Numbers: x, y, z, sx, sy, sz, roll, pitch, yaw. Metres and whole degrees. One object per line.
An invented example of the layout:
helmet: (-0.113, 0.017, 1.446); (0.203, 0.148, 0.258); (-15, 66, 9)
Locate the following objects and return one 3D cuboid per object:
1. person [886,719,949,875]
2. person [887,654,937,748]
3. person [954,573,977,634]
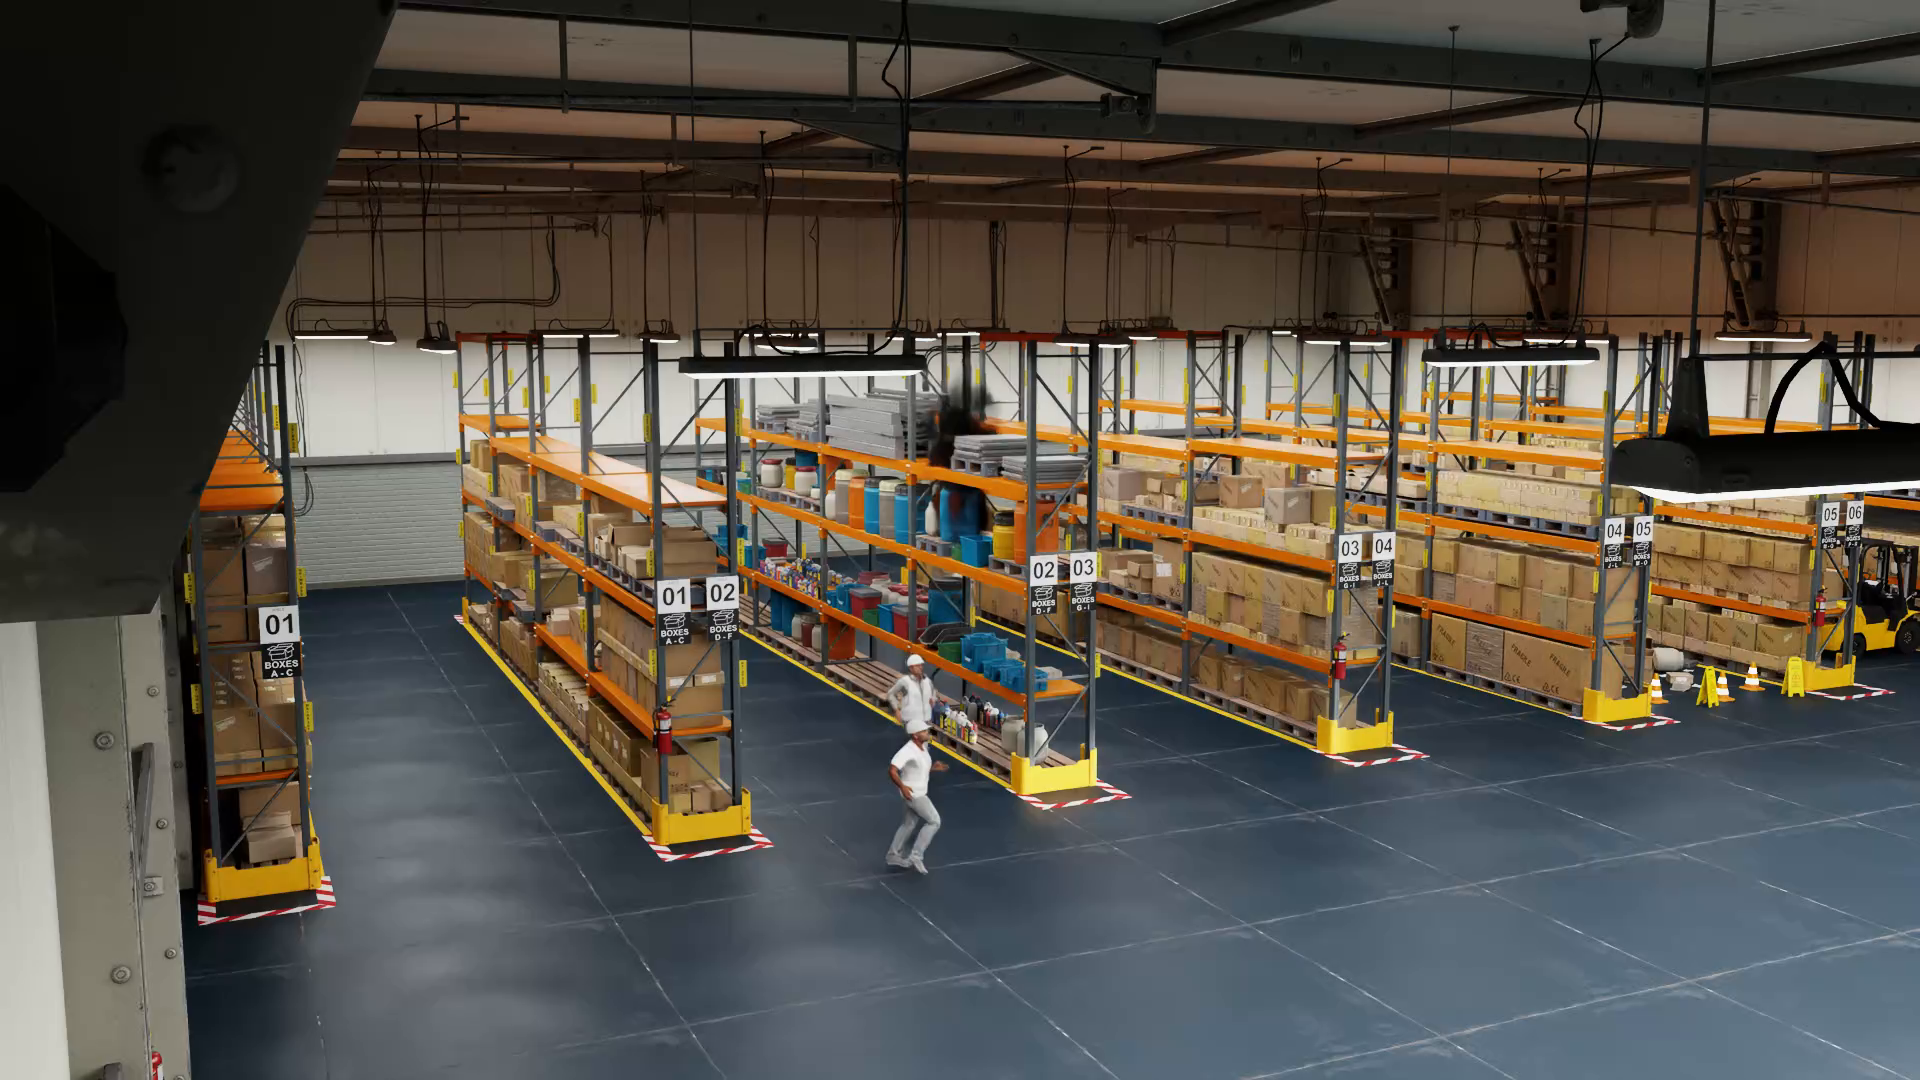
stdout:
person: (-0.489, 2.924, 19.019); (0.722, 1.802, 0.663); (0, 8, 0)
person: (-0.584, 2.439, 22.469); (0.625, 1.793, 0.715); (-6, 10, -39)
person: (0.108, 1.199, 32.121); (0.580, 1.719, 0.715); (-4, 9, -27)
